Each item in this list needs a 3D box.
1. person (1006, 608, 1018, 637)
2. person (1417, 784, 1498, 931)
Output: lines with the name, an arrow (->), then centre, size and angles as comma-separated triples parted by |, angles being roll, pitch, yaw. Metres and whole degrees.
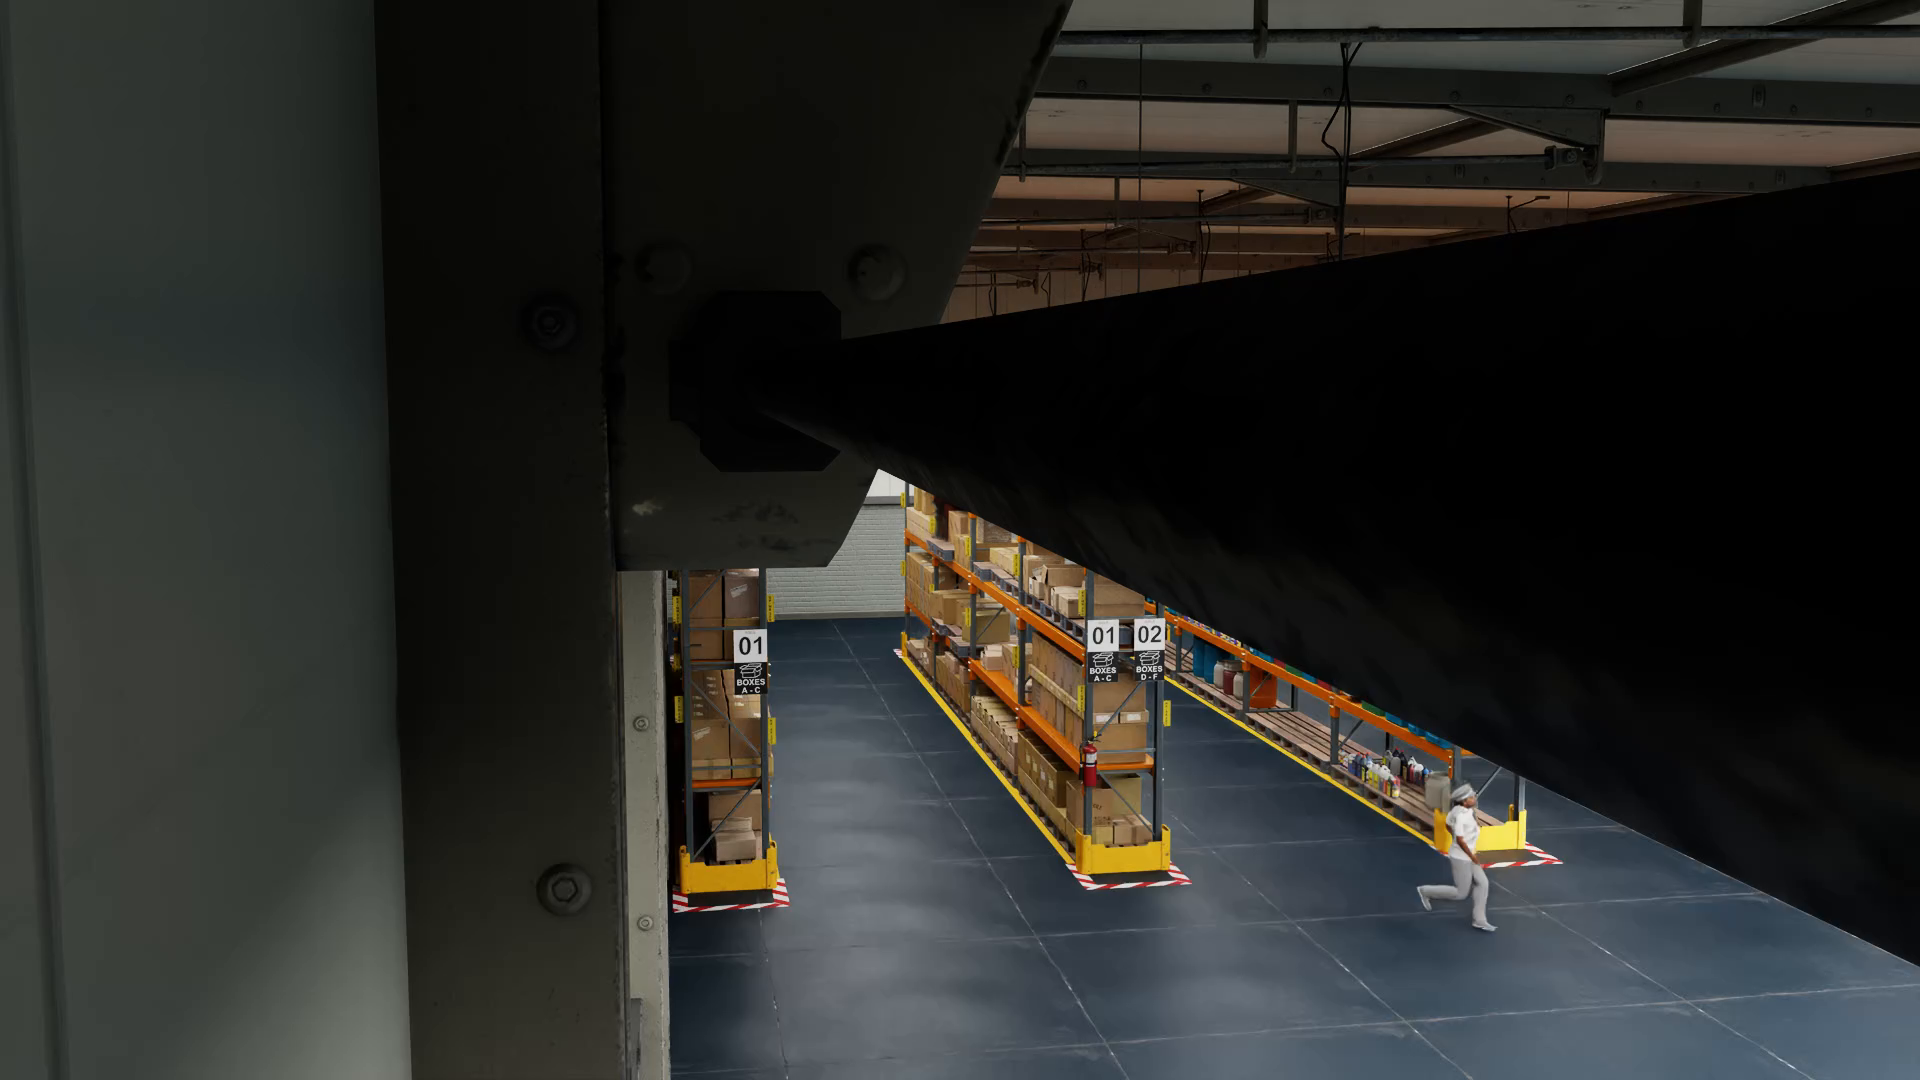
person -> 1.038, 1.663, 36.919 | 0.603, 1.714, 0.704 | 5, 8, 41
person -> 5.641, 3.579, 18.794 | 0.891, 1.680, 0.564 | 2, 6, 17
